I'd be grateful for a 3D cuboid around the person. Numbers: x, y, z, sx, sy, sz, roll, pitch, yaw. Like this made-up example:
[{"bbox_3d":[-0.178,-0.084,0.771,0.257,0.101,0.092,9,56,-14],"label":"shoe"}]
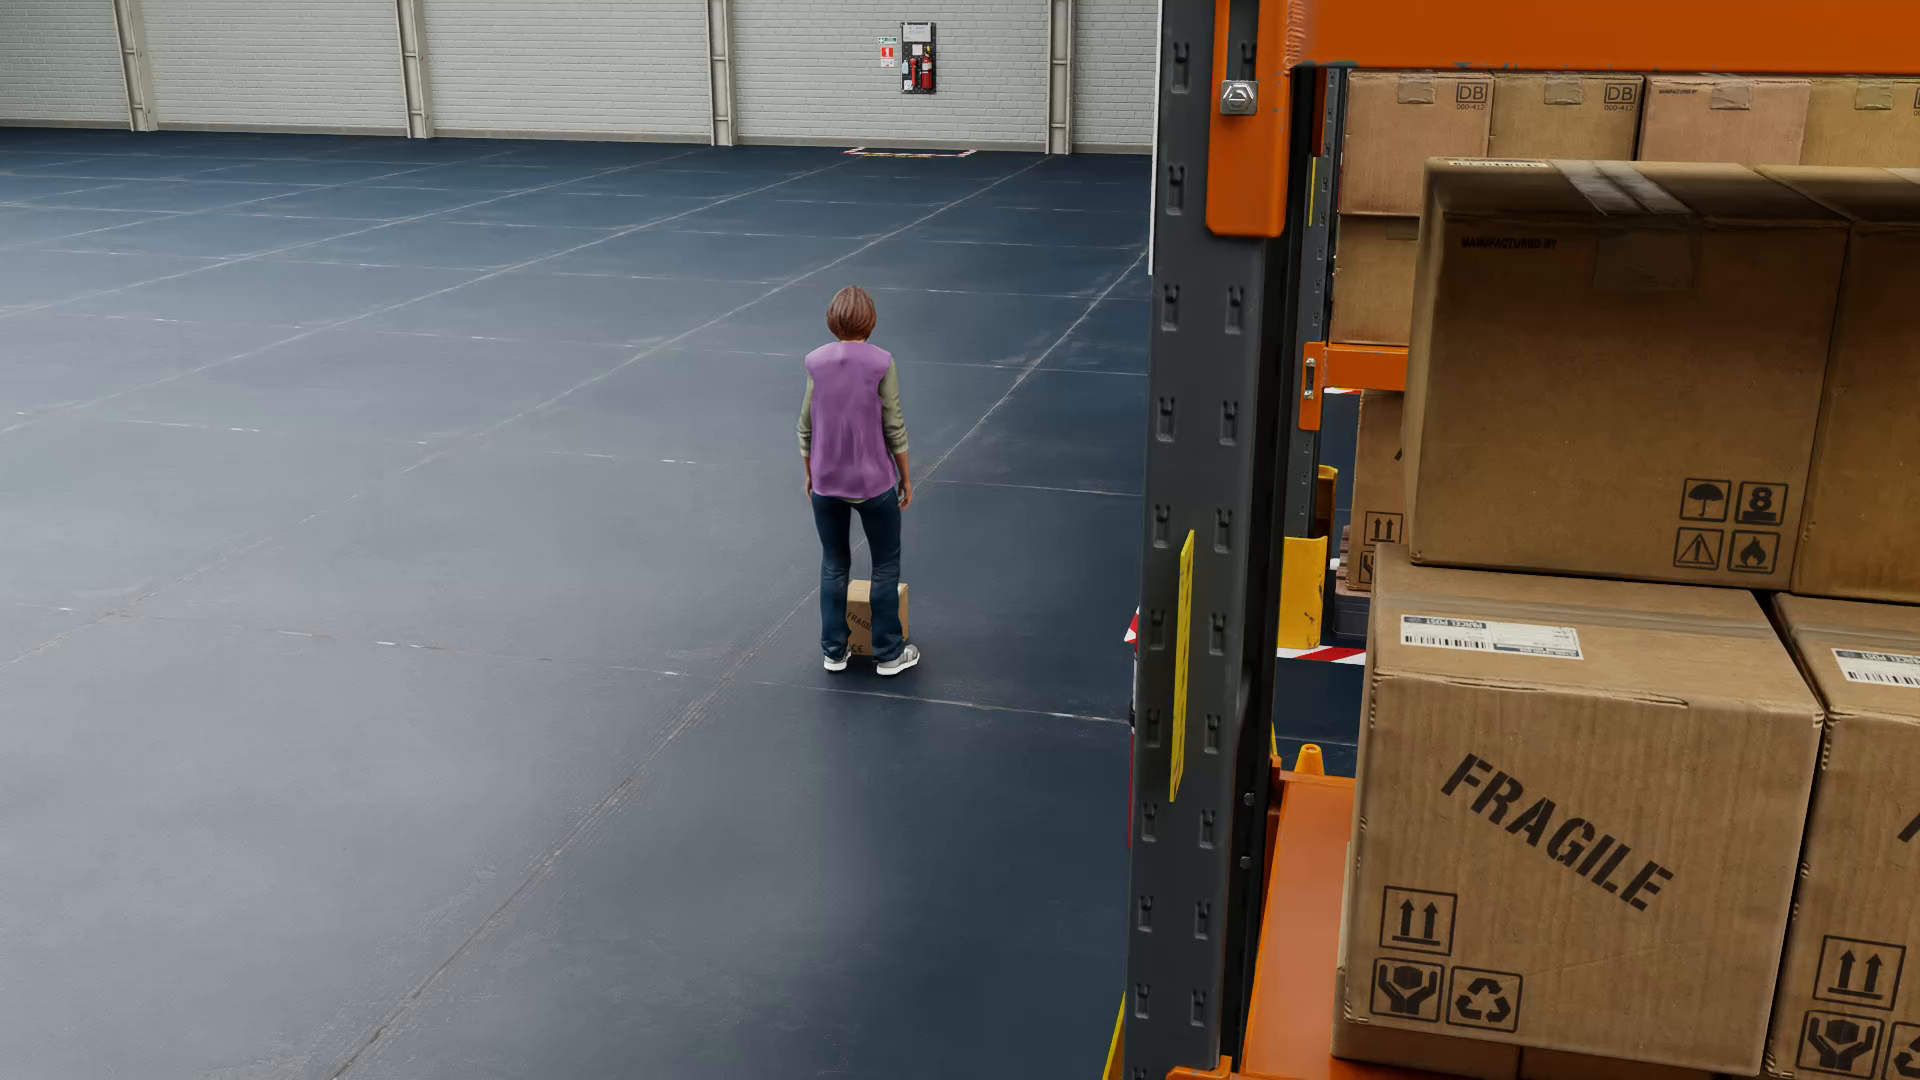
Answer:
[{"bbox_3d":[-0.432,-0.150,6.737,0.459,1.327,0.289,5,19,14],"label":"person"}]
